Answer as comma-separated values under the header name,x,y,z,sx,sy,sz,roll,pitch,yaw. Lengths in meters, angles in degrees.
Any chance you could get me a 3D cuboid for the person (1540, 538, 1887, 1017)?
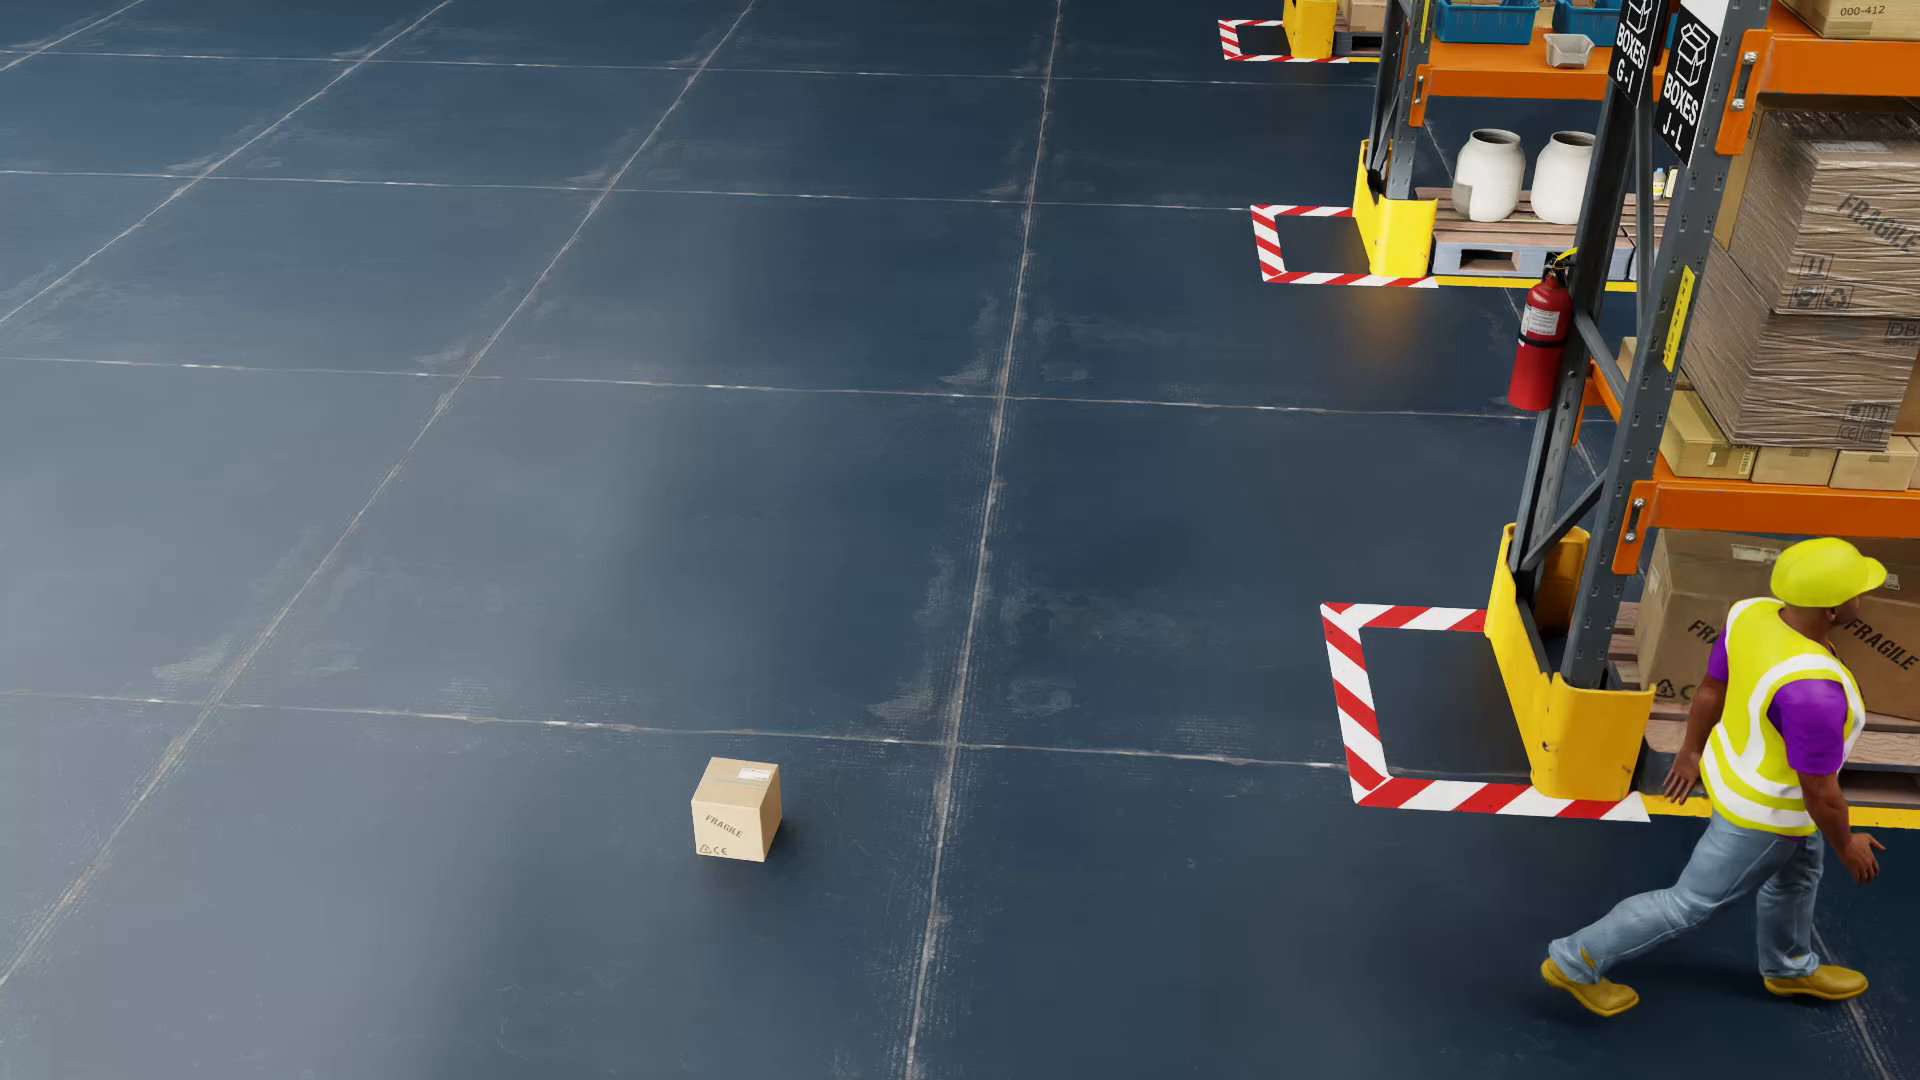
name,x,y,z,sx,sy,sz,roll,pitch,yaw
person,2.380,0.747,4.906,1.039,1.727,0.552,6,32,10
